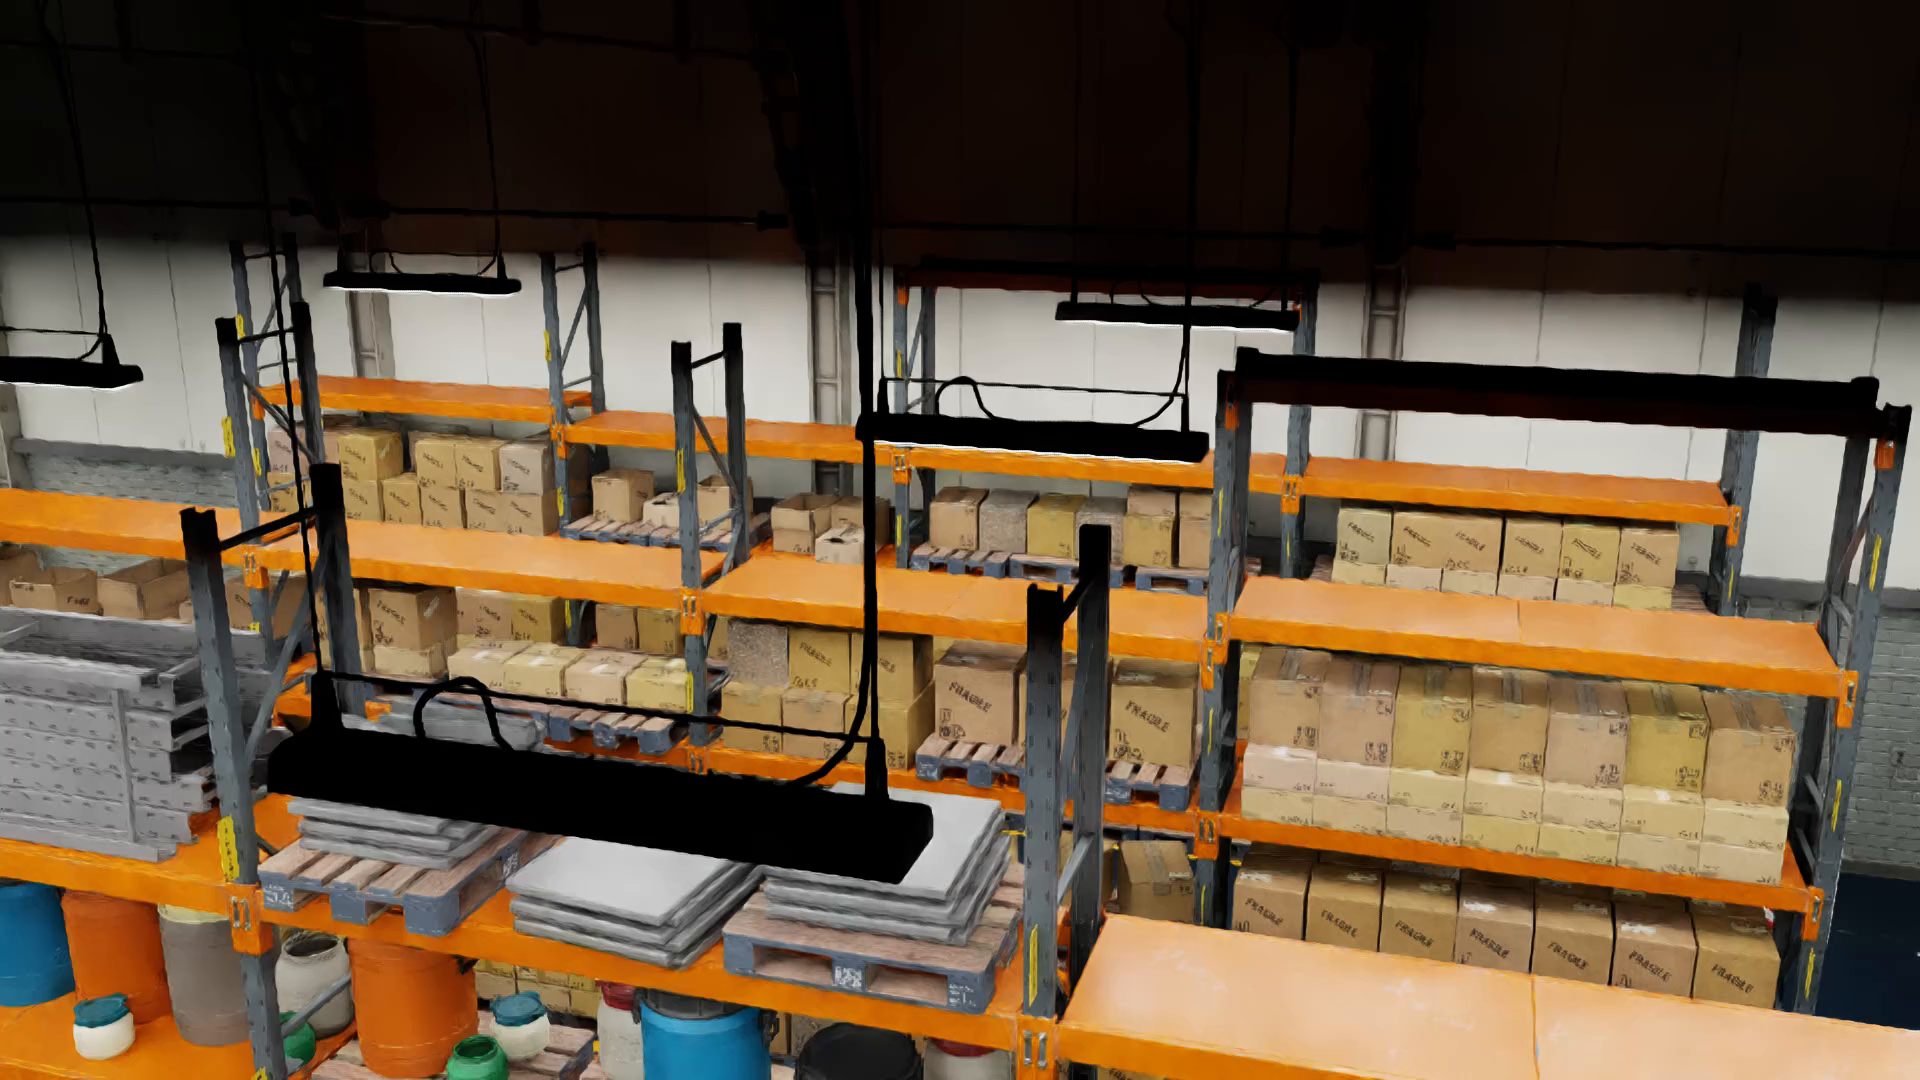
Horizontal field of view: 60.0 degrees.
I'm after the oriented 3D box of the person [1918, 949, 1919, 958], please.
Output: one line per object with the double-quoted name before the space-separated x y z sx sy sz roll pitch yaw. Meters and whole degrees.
"person" 8.521 3.331 14.289 0.532 1.629 0.592 4 17 14
